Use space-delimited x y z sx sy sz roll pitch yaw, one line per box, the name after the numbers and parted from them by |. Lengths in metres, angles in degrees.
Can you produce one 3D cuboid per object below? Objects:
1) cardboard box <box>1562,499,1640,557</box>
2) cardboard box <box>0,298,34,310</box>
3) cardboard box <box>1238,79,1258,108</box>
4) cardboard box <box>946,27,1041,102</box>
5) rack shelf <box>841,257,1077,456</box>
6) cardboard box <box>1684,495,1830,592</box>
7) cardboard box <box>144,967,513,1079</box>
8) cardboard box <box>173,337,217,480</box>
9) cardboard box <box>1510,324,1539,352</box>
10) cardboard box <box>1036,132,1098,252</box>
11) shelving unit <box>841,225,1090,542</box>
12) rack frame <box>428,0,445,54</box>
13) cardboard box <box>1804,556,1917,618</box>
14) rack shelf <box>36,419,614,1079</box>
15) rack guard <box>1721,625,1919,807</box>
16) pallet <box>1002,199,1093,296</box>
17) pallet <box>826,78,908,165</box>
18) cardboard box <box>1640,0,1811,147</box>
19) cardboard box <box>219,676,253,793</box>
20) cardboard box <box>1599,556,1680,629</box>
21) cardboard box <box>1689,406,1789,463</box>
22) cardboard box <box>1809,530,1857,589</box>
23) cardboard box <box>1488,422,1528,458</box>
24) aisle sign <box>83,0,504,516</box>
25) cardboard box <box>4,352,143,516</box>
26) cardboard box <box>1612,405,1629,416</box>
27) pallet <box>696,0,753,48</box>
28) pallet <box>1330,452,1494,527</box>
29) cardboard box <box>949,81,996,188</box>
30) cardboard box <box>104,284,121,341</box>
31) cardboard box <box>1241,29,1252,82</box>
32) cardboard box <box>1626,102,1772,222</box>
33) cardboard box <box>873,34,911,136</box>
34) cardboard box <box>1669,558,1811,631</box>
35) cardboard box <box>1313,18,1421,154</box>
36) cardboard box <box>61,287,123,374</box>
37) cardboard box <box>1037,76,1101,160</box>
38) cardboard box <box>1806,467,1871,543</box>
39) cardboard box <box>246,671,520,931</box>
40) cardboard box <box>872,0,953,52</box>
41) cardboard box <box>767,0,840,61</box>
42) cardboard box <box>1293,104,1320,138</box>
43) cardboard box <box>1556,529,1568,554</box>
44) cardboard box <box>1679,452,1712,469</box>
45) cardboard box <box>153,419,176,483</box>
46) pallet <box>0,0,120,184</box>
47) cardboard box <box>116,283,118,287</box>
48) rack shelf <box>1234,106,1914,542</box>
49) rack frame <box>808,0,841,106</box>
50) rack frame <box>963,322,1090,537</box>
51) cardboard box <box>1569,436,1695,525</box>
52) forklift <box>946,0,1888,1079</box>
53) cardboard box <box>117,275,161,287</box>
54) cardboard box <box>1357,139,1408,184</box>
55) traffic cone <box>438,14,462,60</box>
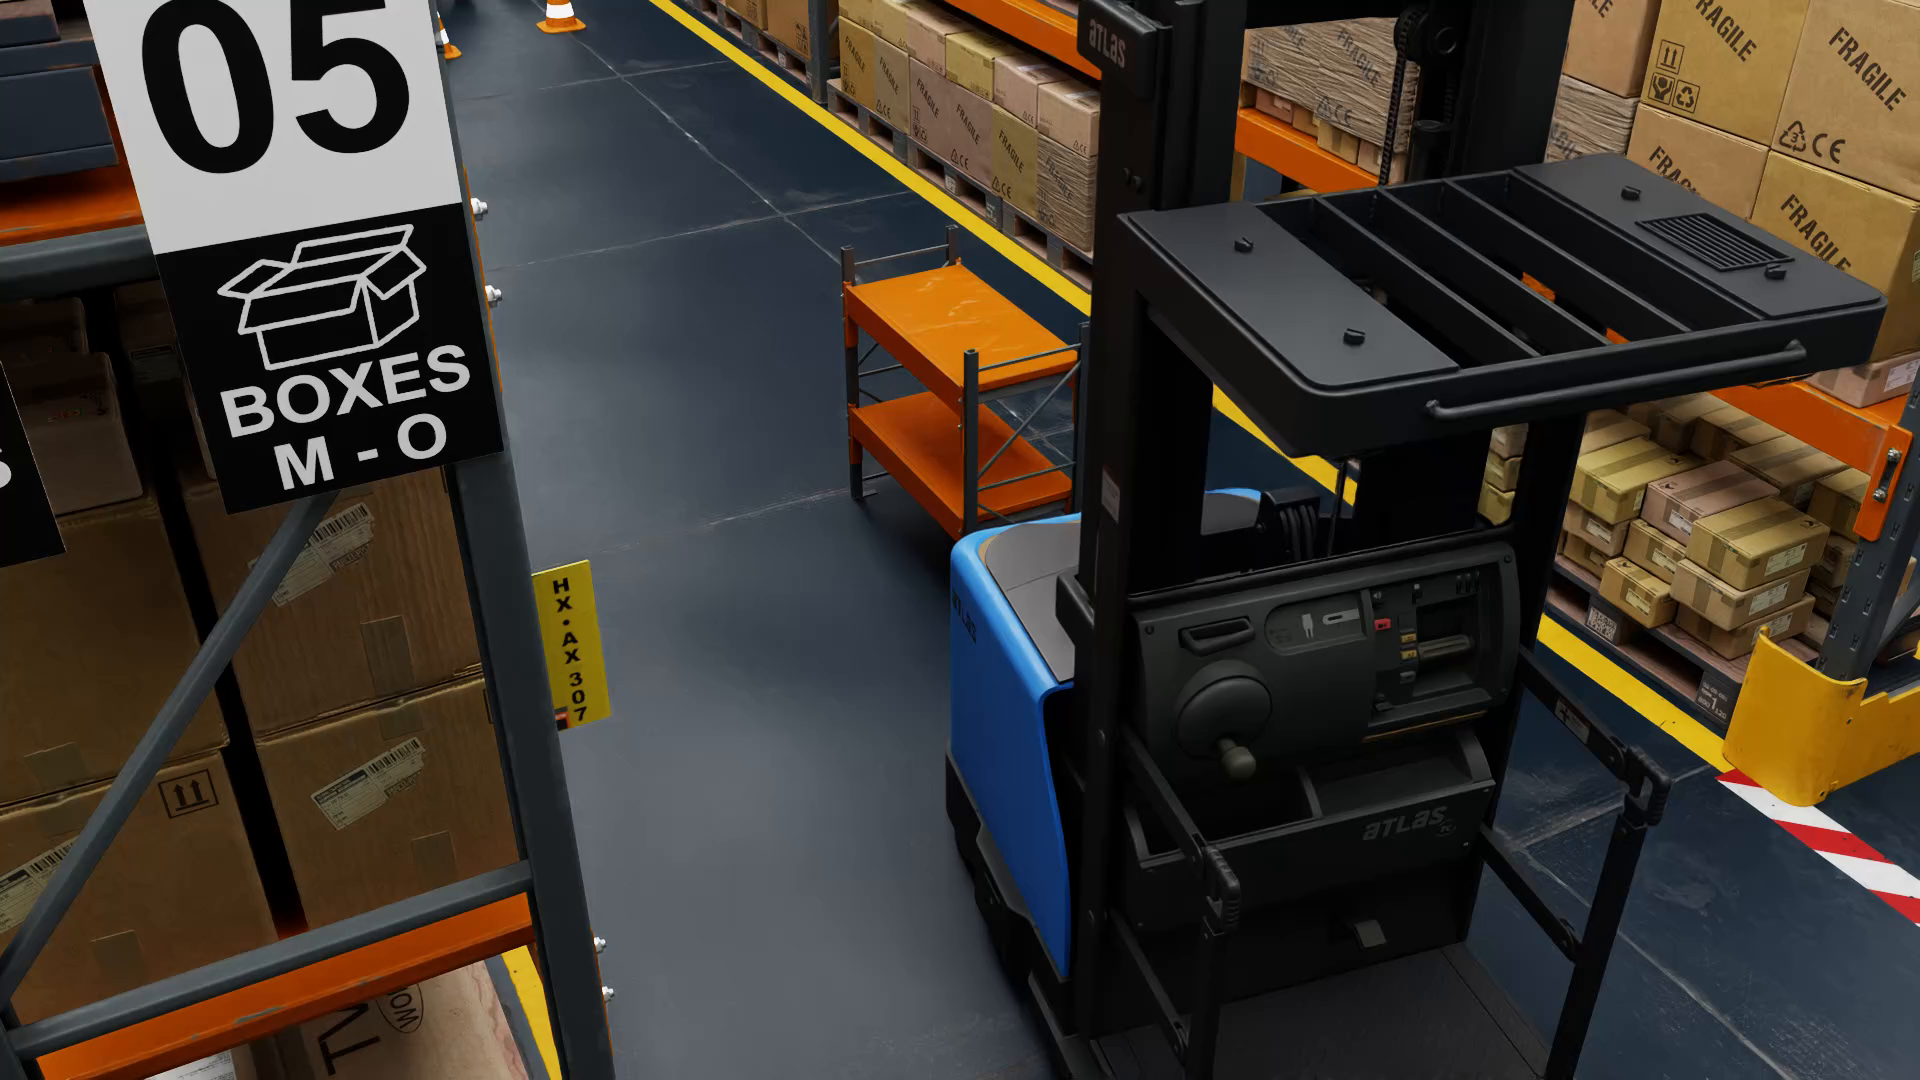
2.440 -0.106 6.112 0.380 0.149 0.250 -17 37 -25 | cardboard box
-1.829 -0.357 2.906 0.380 0.149 0.250 -16 36 -24 | cardboard box
1.346 -2.057 7.413 0.380 0.149 0.250 -15 36 -22 | cardboard box
0.260 -2.714 9.439 0.500 0.250 0.500 -18 37 -25 | cardboard box
0.003 -0.717 6.284 0.538 0.278 1.000 -16 36 -23 | rack shelf
2.711 0.008 5.659 0.380 0.149 0.250 -15 36 -23 | cardboard box
-1.546 1.329 3.880 0.875 0.438 0.875 -17 36 -25 | cardboard box
-1.070 -0.258 2.752 0.380 0.149 0.250 -15 36 -22 | cardboard box
2.406 -0.858 7.010 0.380 0.149 0.250 -16 36 -23 | cardboard box
0.749 -1.899 8.862 0.500 0.500 0.500 -17 36 -24 | cardboard box
0.003 -0.470 6.442 0.538 1.125 1.048 -16 36 -23 | shelving unit
-1.150 -1.809 1.232 1.000 3.000 0.127 -16 36 -23 | rack frame
3.221 0.117 6.041 0.380 0.149 0.250 -15 36 -22 | cardboard box
-2.082 0.066 4.534 1.077 0.370 4.000 -16 36 -23 | rack shelf
3.147 0.440 5.600 1.175 0.500 0.348 -16 36 -23 | rack guard
0.953 -1.682 9.180 1.003 0.211 1.213 -16 36 -23 | pallet
-0.185 -2.847 10.997 1.003 0.211 1.213 -16 36 -23 | pallet
2.513 -1.562 5.113 0.500 0.500 0.500 -17 36 -25 | cardboard box
-1.829 0.268 3.458 0.500 0.500 0.500 -17 36 -24 | cardboard box
2.543 0.151 5.987 0.380 0.149 0.250 -15 35 -22 | cardboard box
3.000 -0.392 6.284 0.380 0.149 0.250 -16 36 -23 | cardboard box
3.165 0.008 5.935 0.380 0.149 0.250 -14 35 -21 | cardboard box
2.173 -0.472 6.408 0.380 0.149 0.250 -15 35 -21 | cardboard box
-0.859 -0.416 2.209 0.394 0.787 0.004 -16 36 -23 | aisle sign
-1.494 -0.140 2.567 0.380 0.149 0.250 -15 36 -22 | cardboard box
2.690 -0.625 6.646 0.380 0.149 0.250 -14 35 -21 | cardboard box
-1.413 -4.197 13.105 1.003 0.211 1.213 -16 36 -23 | pallet
2.235 -0.416 7.204 1.003 0.211 1.213 -16 36 -23 | pallet
0.275 -2.390 9.628 0.500 0.500 0.500 -17 36 -24 | cardboard box
-2.315 -0.636 3.942 0.500 0.500 0.500 -16 36 -23 | cardboard box
1.325 -2.353 7.273 0.500 0.500 0.500 -17 36 -24 | cardboard box
2.510 -1.140 5.381 0.500 0.500 0.500 -16 36 -24 | cardboard box
-0.206 -2.878 10.389 0.500 0.500 0.500 -15 36 -23 | cardboard box
2.684 0.142 5.725 0.380 0.149 0.250 -17 36 -24 | cardboard box
1.765 -1.869 6.518 0.500 0.500 0.500 -17 36 -24 | cardboard box
-1.855 -0.158 3.197 0.500 0.500 0.500 -16 36 -23 | cardboard box
0.746 -2.217 8.663 0.500 0.250 0.500 -17 36 -24 | cardboard box
3.239 -0.139 5.888 0.380 0.149 0.250 -18 37 -25 | cardboard box
-1.119 0.374 3.293 0.500 0.500 0.500 -16 36 -23 | cardboard box
-0.204 -3.202 10.200 0.500 0.250 0.500 -16 36 -24 | cardboard box
-0.752 -3.937 11.810 1.050 0.750 0.750 -16 36 -24 | cardboard box
1.638 -1.812 7.031 0.380 0.149 0.250 -18 37 -25 | cardboard box
2.369 -0.111 6.396 0.380 0.149 0.250 -15 36 -23 | cardboard box
2.895 -0.232 6.309 0.380 0.149 0.250 -15 36 -23 | cardboard box
-1.849 -0.343 4.412 0.500 0.500 0.500 -15 35 -22 | cardboard box
-1.505 -0.860 2.613 1.003 0.211 1.213 -16 36 -23 | pallet
-3.027 -0.944 5.350 0.500 0.500 0.500 -15 35 -22 | cardboard box
2.250 -1.228 6.553 1.077 0.370 4.000 -16 36 -23 | rack shelf
-0.548 -4.394 10.828 1.000 3.000 0.127 -16 36 -23 | rack frame
0.240 -0.228 6.063 0.500 1.125 0.032 -16 36 -23 | rack frame
2.412 -0.218 6.012 0.380 0.149 0.250 -17 36 -24 | cardboard box
0.898 0.327 3.523 1.130 2.935 3.031 -10 34 -15 | forklift
-1.369 -0.292 3.405 0.500 0.500 0.500 -17 36 -24 | cardboard box
1.817 -1.546 6.615 0.380 0.149 0.250 -14 35 -21 | cardboard box
-3.908 -3.815 12.276 0.336 0.463 0.334 -16 36 -23 | traffic cone
